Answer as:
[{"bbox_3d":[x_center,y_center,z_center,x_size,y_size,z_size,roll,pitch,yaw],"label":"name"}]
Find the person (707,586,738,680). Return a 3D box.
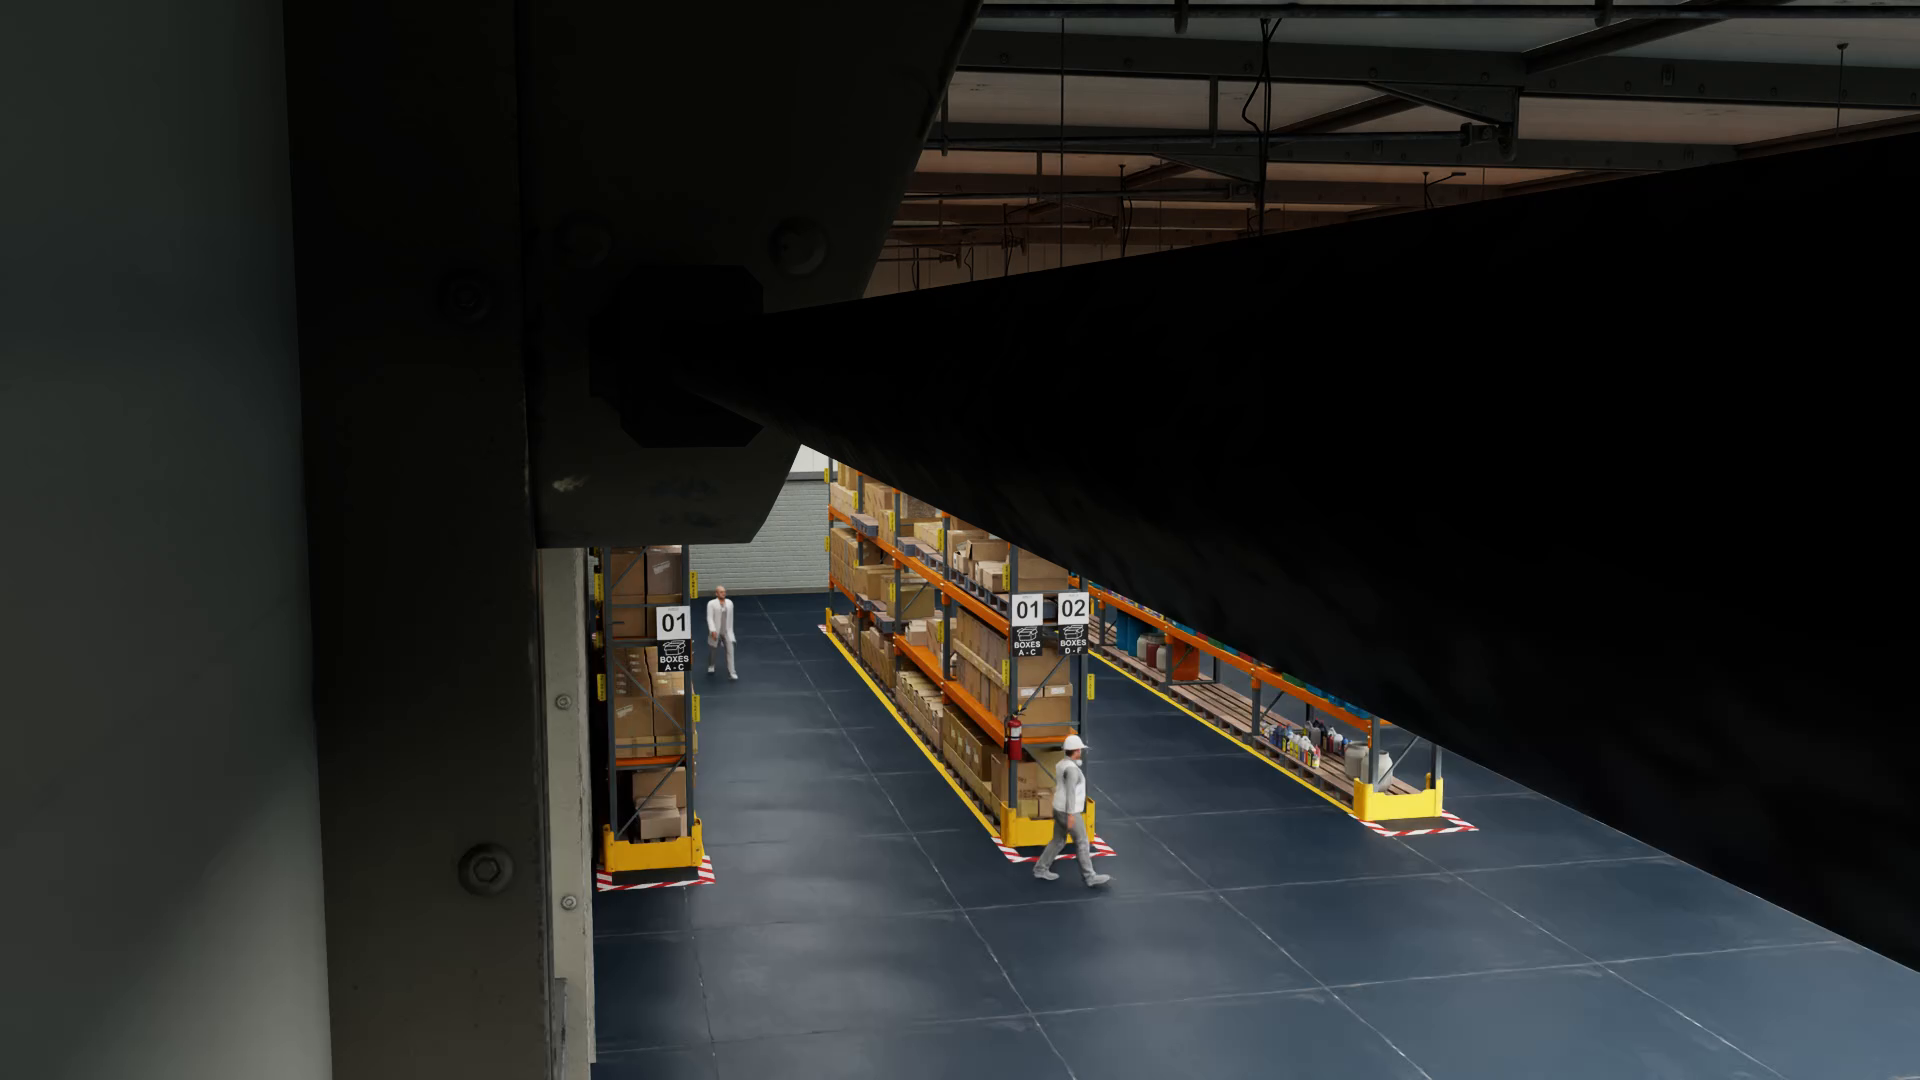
[{"bbox_3d":[-4.504,1.733,31.351,0.557,1.726,1.144,-3,7,-22],"label":"person"}]

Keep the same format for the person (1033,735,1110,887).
[{"bbox_3d":[1.298,3.166,19.523,0.843,1.750,0.585,-1,7,-10],"label":"person"}]
